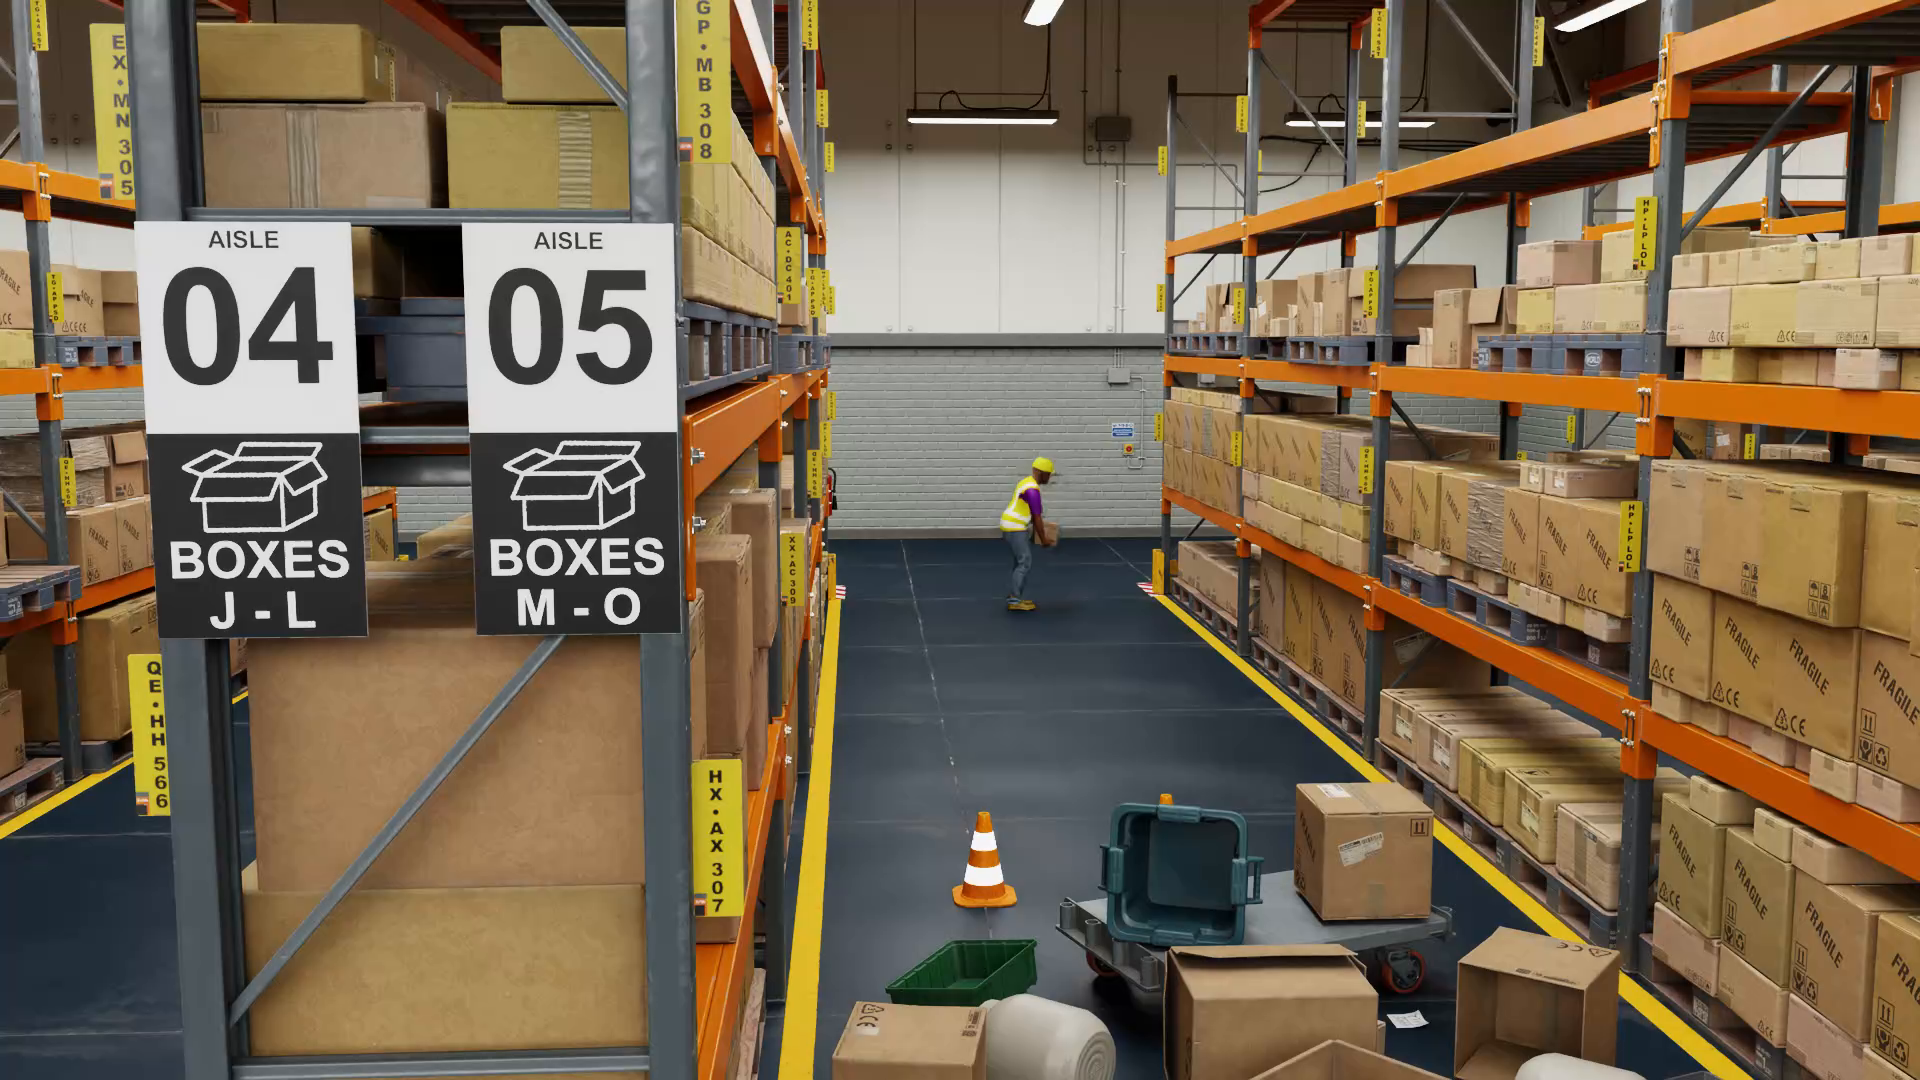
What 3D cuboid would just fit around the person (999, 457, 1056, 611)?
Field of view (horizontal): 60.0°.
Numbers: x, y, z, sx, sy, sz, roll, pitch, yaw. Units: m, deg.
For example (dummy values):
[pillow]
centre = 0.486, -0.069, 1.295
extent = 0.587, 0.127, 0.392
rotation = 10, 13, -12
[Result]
[person]
centre = 0.761, -0.078, 18.596
extent = 0.636, 1.693, 0.488
rotation = -1, 7, -5
